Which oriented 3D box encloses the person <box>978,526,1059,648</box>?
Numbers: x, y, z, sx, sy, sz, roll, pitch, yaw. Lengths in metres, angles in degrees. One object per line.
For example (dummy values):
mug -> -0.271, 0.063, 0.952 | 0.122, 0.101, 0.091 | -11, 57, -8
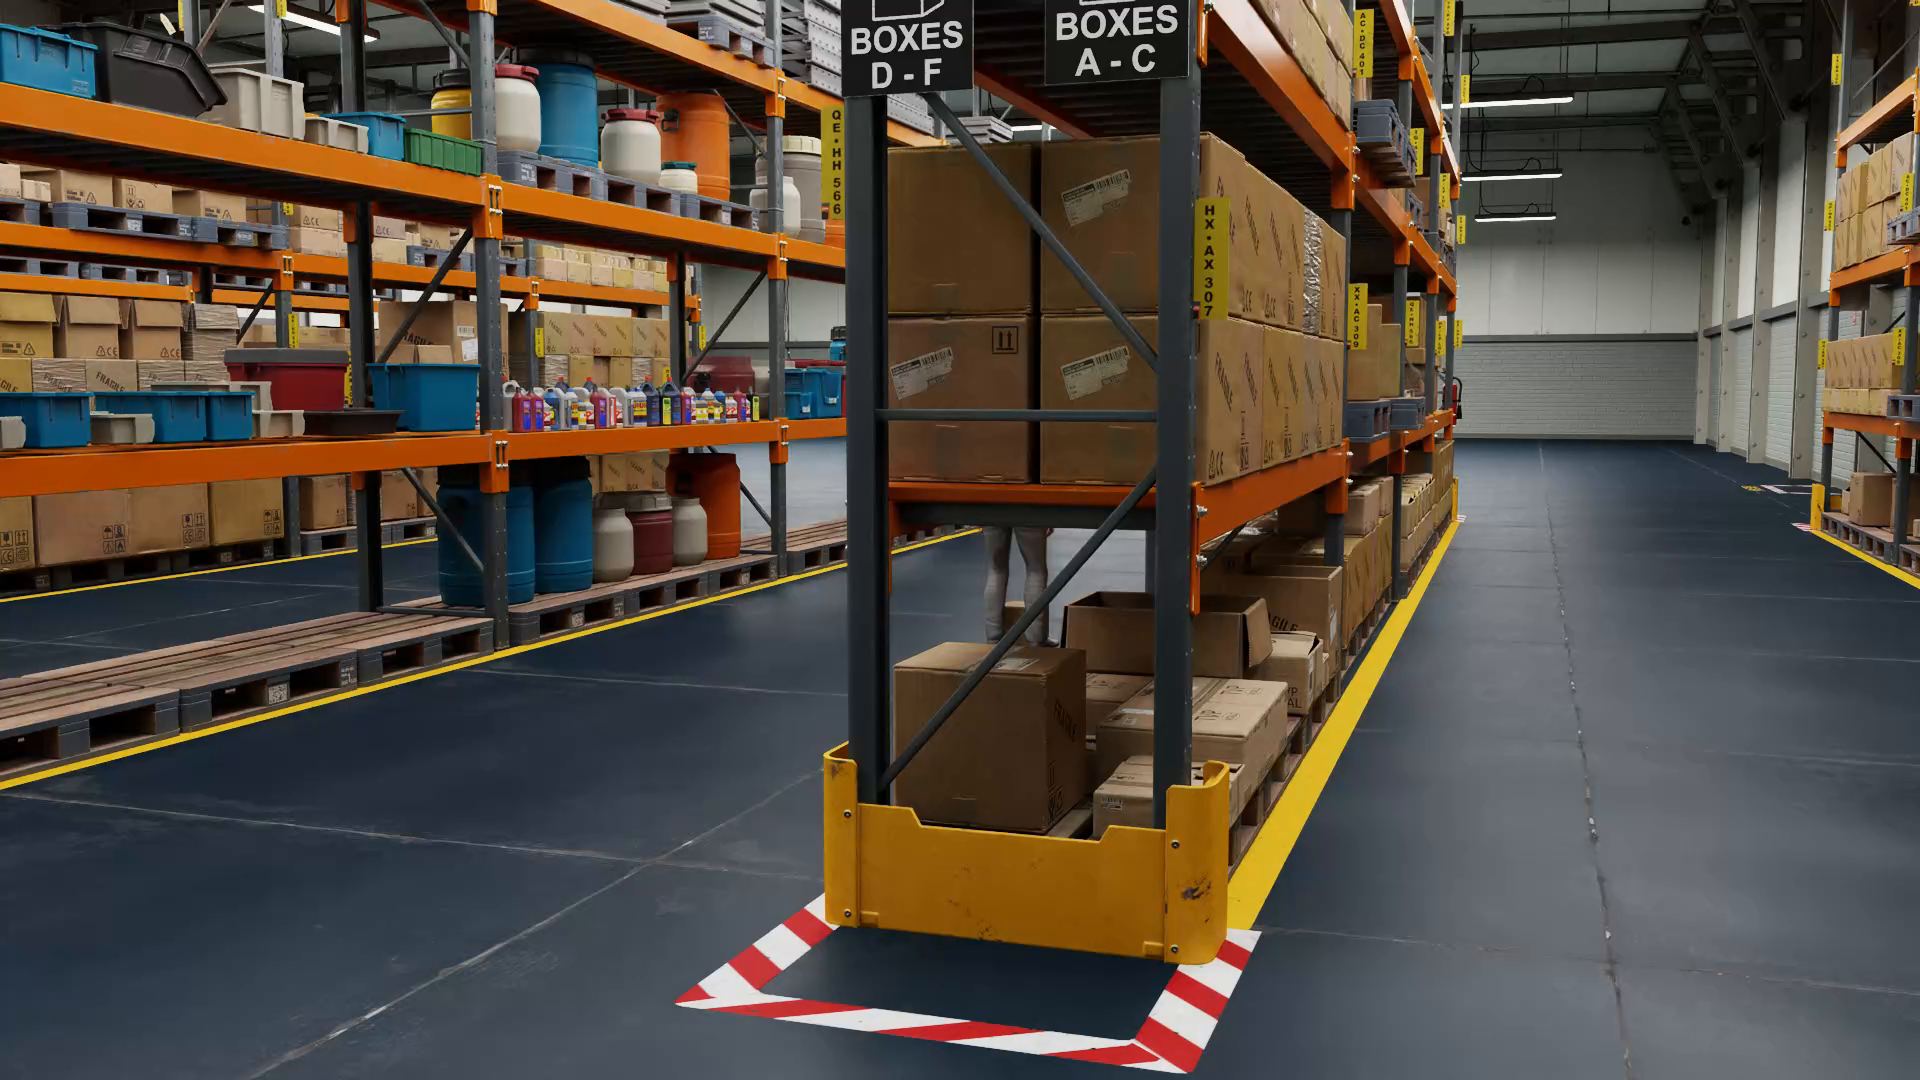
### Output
person -> 0.332, -0.160, 9.963 | 0.505, 1.659, 0.392 | 2, 6, 19
